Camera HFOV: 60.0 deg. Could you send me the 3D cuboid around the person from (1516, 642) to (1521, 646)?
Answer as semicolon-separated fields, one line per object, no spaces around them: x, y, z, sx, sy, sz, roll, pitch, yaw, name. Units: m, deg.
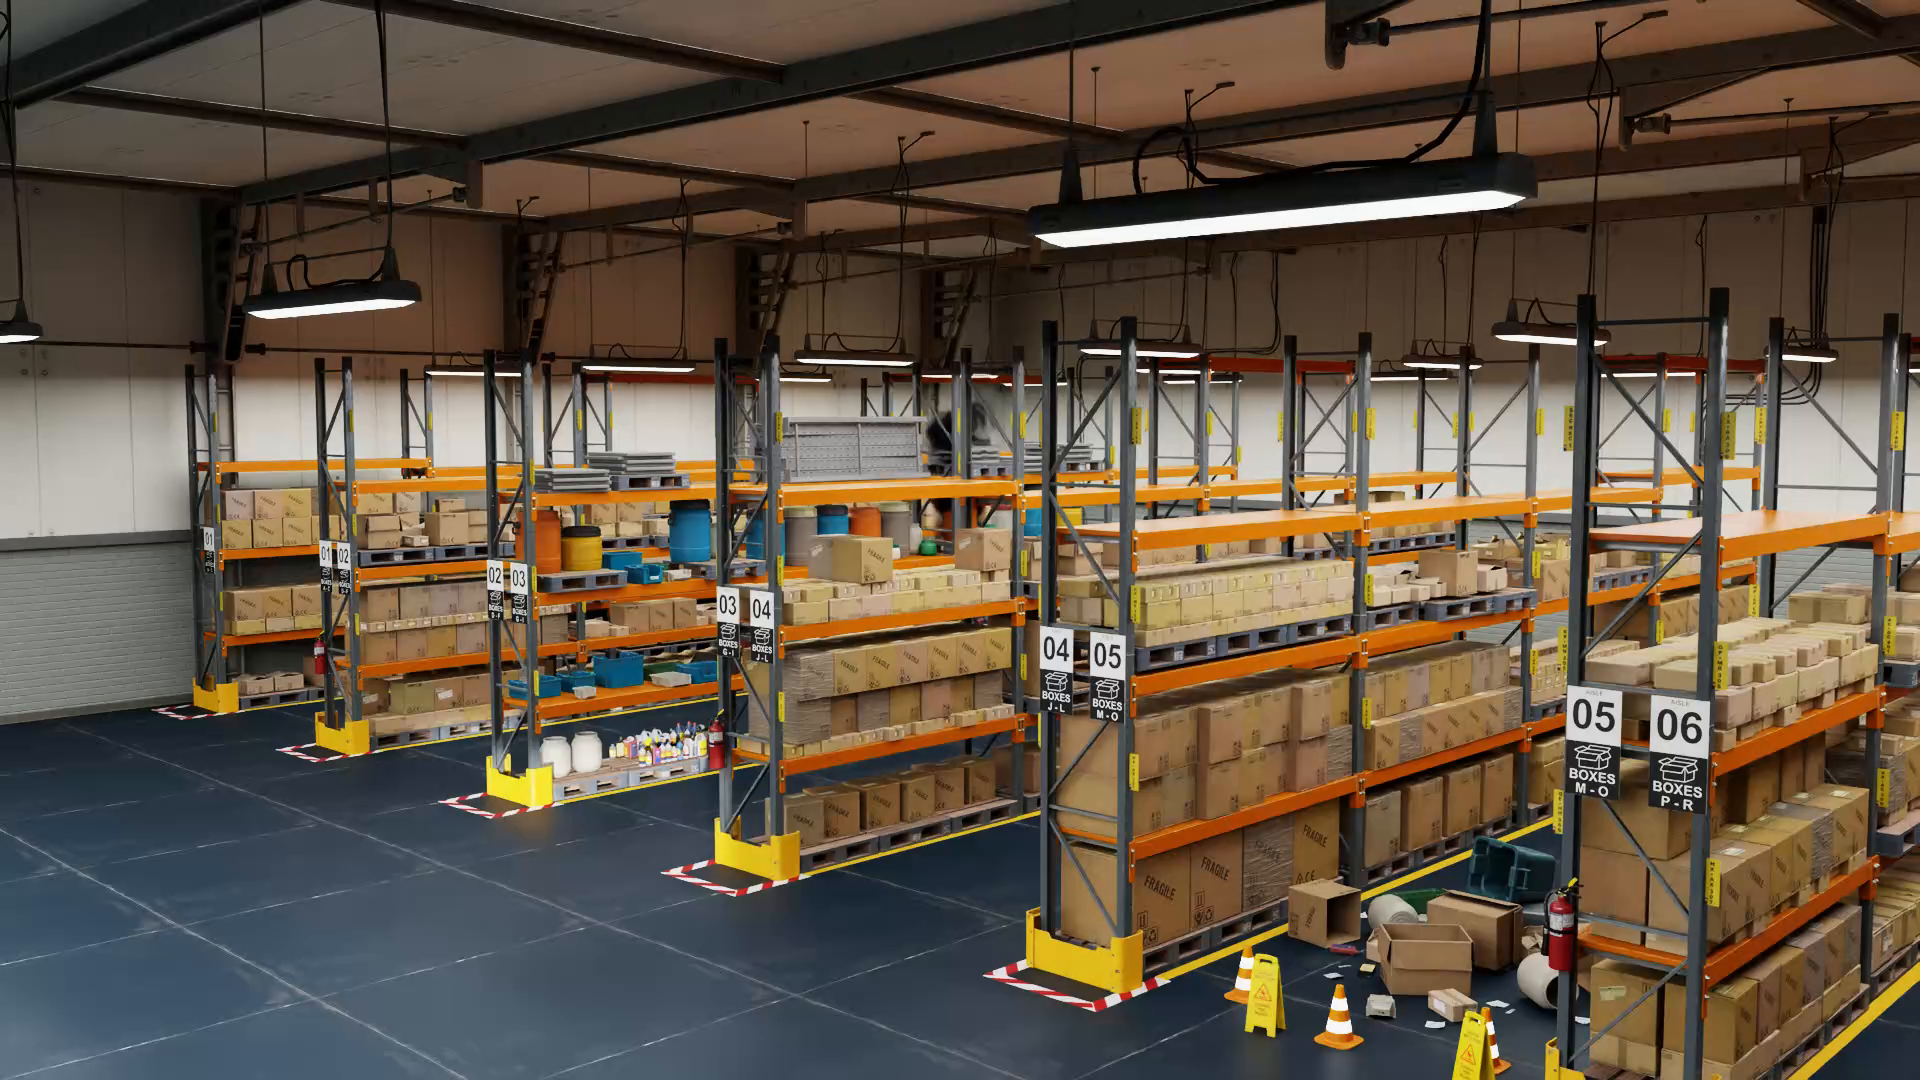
8.678;2.393;25.511;0.583;1.684;0.684;4;6;44;person
